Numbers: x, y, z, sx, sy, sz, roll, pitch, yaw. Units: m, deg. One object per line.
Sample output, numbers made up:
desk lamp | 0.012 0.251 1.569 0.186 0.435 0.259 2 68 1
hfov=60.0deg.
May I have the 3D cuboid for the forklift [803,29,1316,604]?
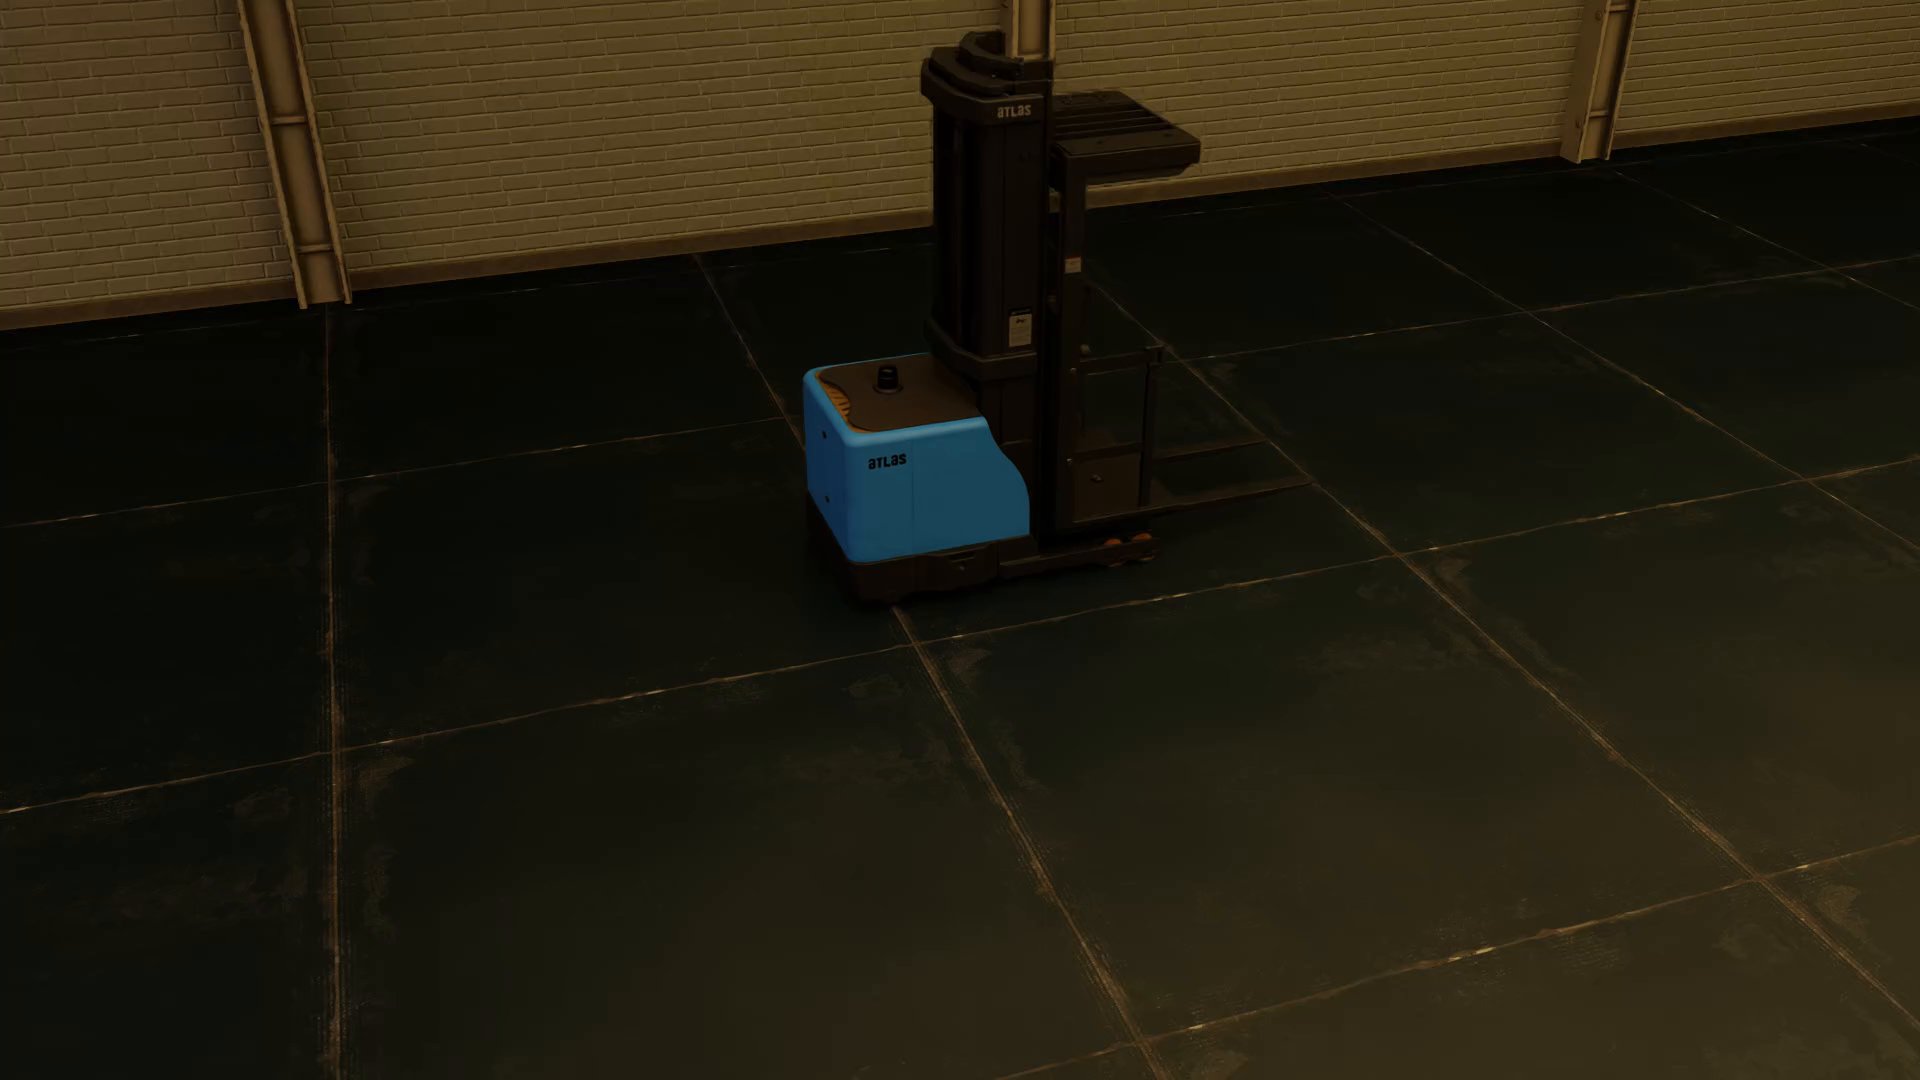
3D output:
forklift | 0.653 -1.347 9.429 3.031 2.935 1.130 -10 31 -17
